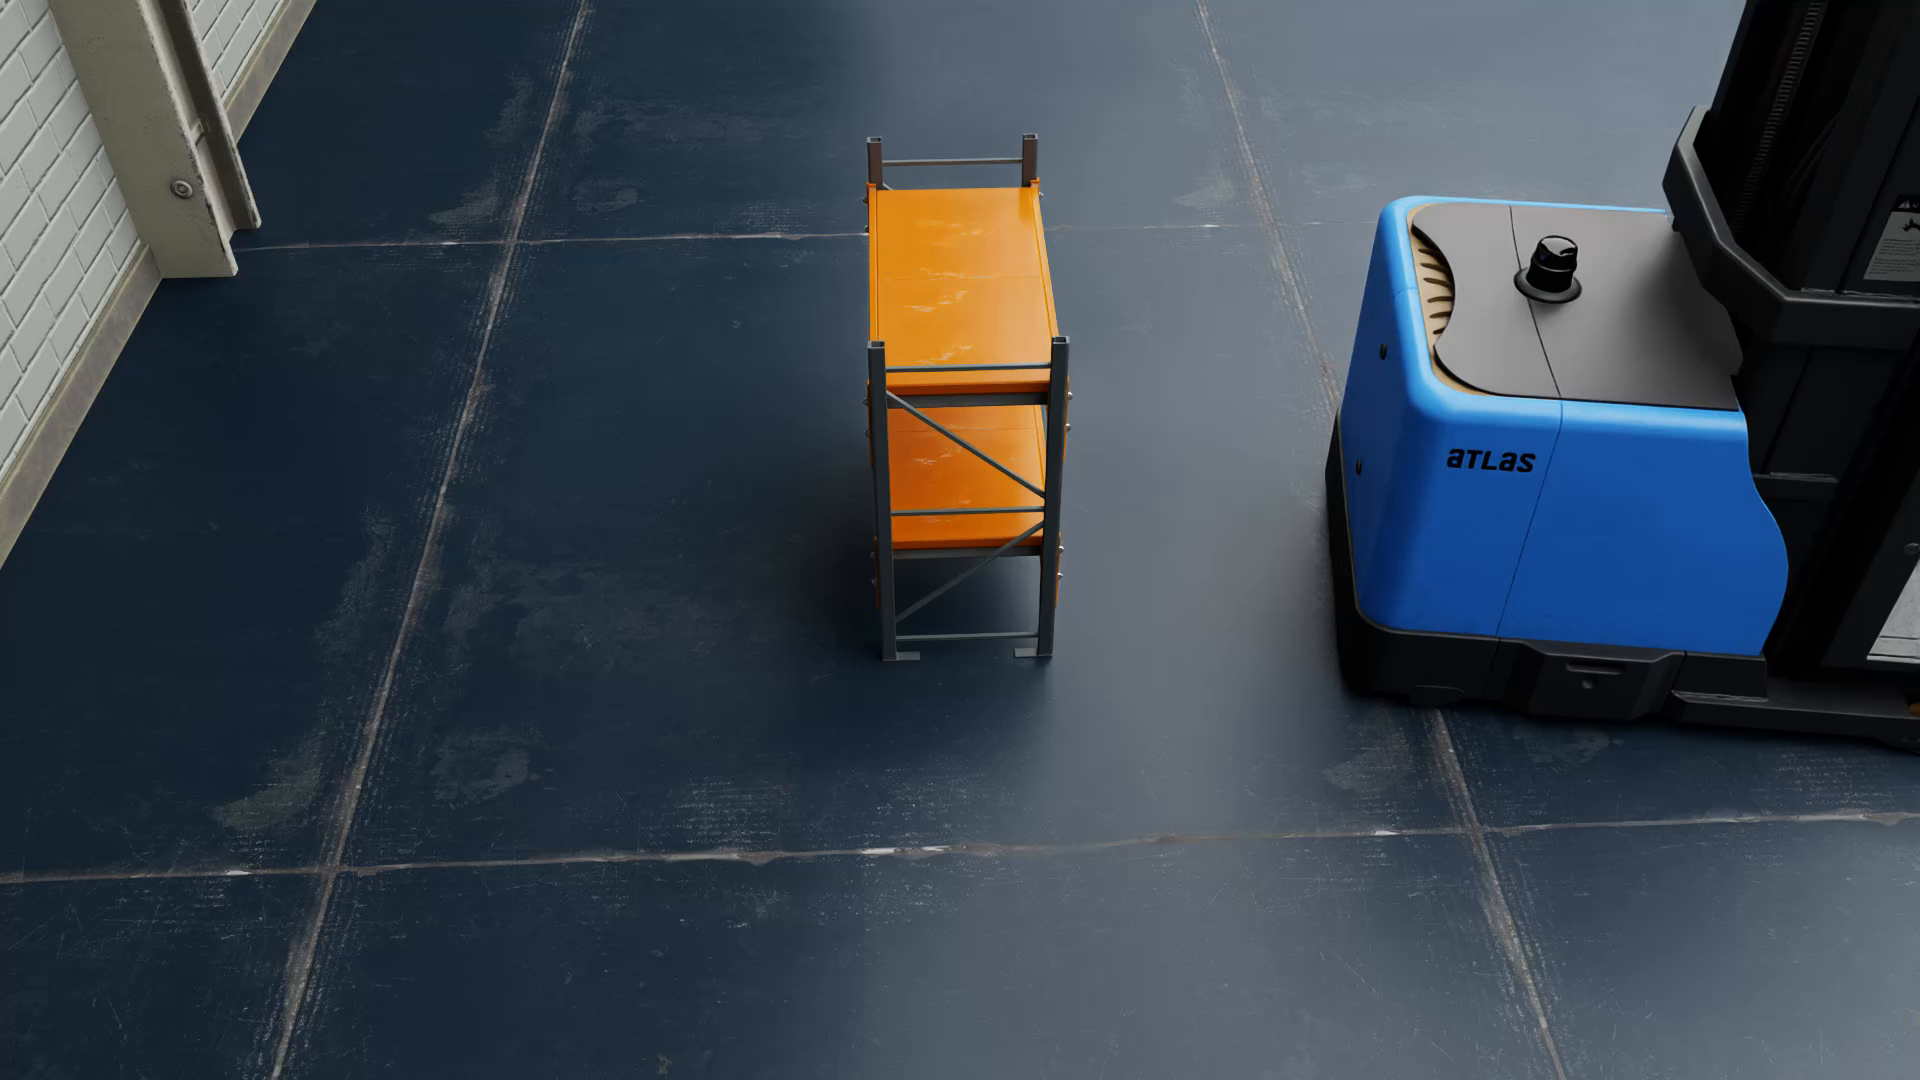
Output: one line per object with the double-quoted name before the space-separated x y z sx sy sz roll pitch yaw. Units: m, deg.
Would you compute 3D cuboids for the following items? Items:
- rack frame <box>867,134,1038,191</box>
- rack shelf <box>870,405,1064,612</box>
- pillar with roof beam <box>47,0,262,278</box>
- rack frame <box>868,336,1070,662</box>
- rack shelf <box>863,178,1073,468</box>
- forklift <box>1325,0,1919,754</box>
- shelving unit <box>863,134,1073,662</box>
"rack frame" -0.022 -0.762 5.249 0.500 1.125 0.032 -2 43 -2
"rack shelf" 0.000 -0.239 5.040 0.538 0.278 1.000 -2 43 -2
"pillar with roof beam" 1.368 -4.577 3.584 9.100 9.000 0.400 -2 43 -2
"rack frame" 0.021 -0.076 4.500 0.500 1.125 0.032 -2 43 -2
"rack shelf" 0.000 -0.635 4.677 0.538 0.278 1.000 -2 43 -2
"forklift" 2.642 -0.851 4.009 3.031 2.935 1.130 4 43 4
"shelving unit" 0.000 -0.419 4.875 0.538 1.125 1.048 -2 43 -2
